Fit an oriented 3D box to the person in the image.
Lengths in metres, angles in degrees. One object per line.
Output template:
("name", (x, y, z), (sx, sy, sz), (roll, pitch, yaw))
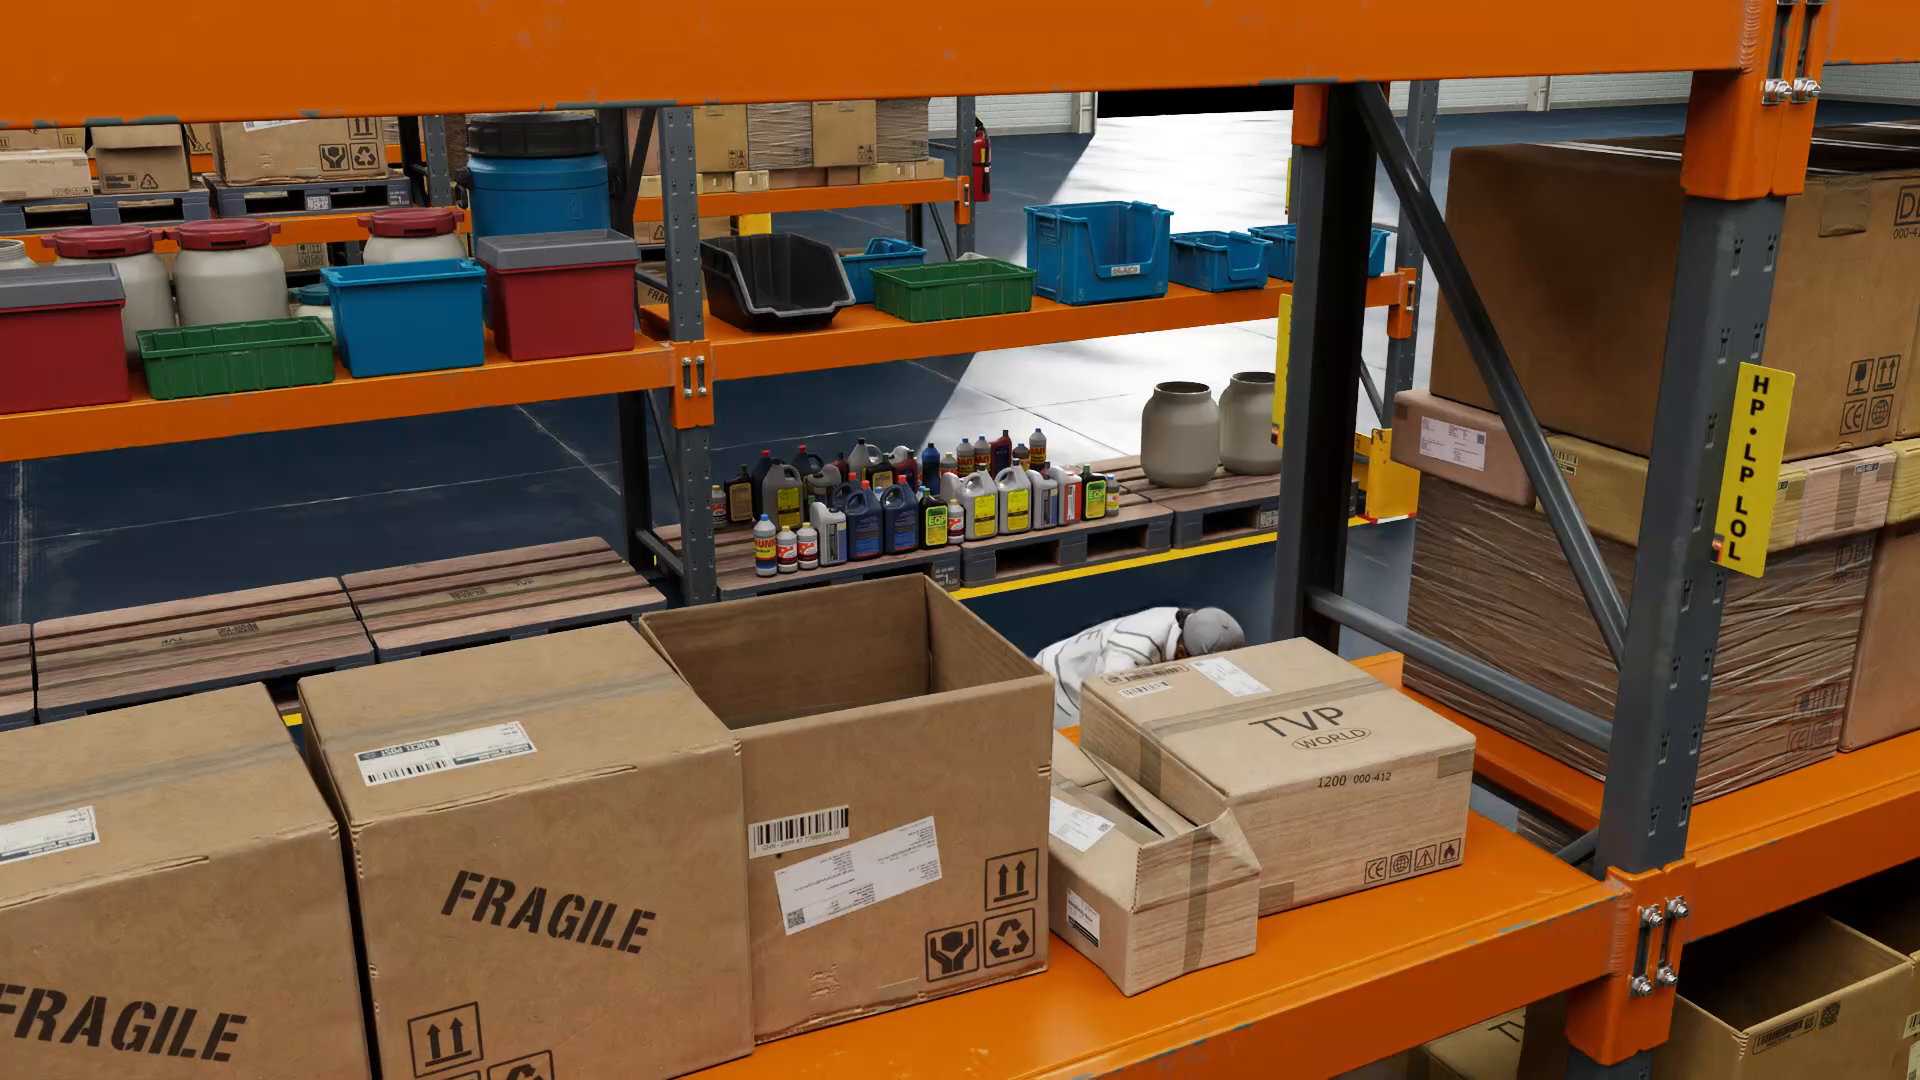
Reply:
("person", (0.578, 0.606, 5.307), (0.520, 1.002, 0.817), (-10, 21, -27))
